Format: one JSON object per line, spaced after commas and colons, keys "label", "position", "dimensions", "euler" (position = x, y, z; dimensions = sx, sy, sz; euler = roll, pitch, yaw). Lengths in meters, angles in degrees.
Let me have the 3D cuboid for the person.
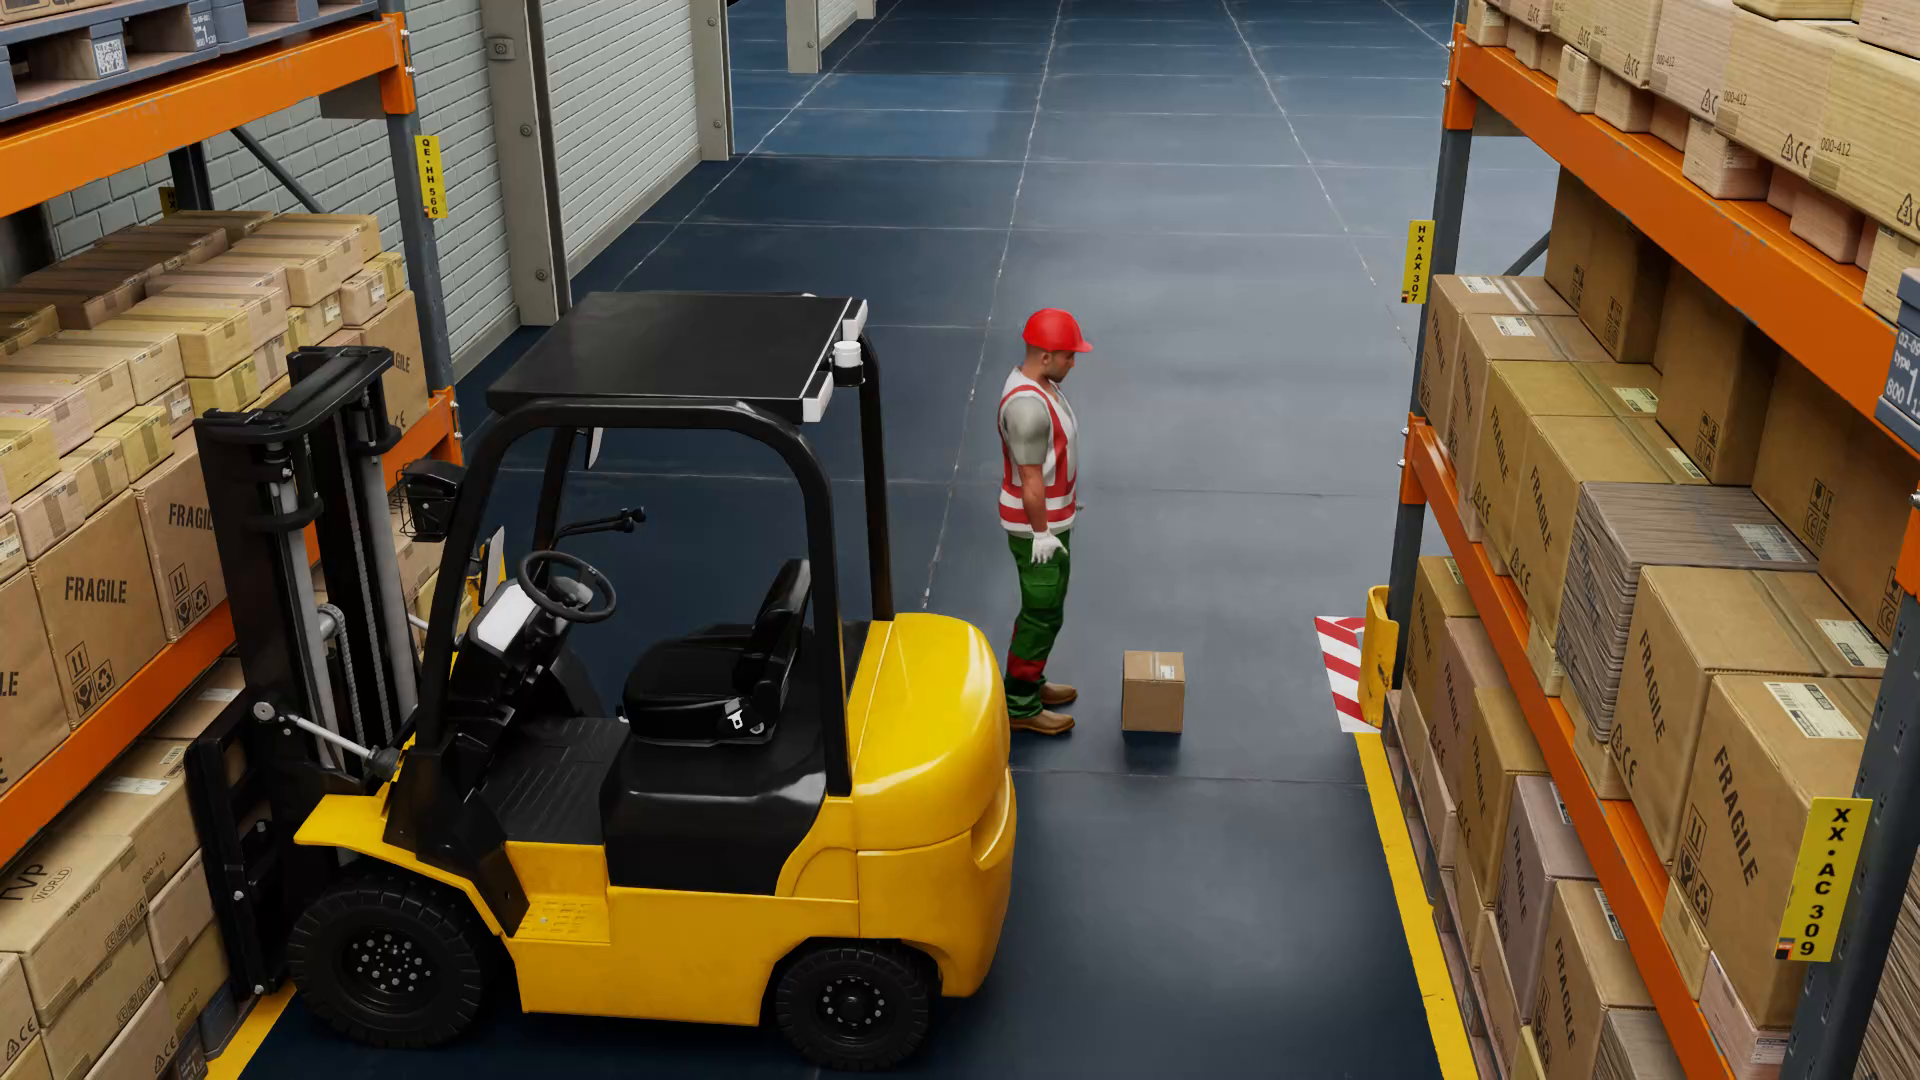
{"label": "person", "position": [0.334, -0.080, 6.766], "dimensions": [0.364, 1.775, 0.529], "euler": [2, 24, 5]}
